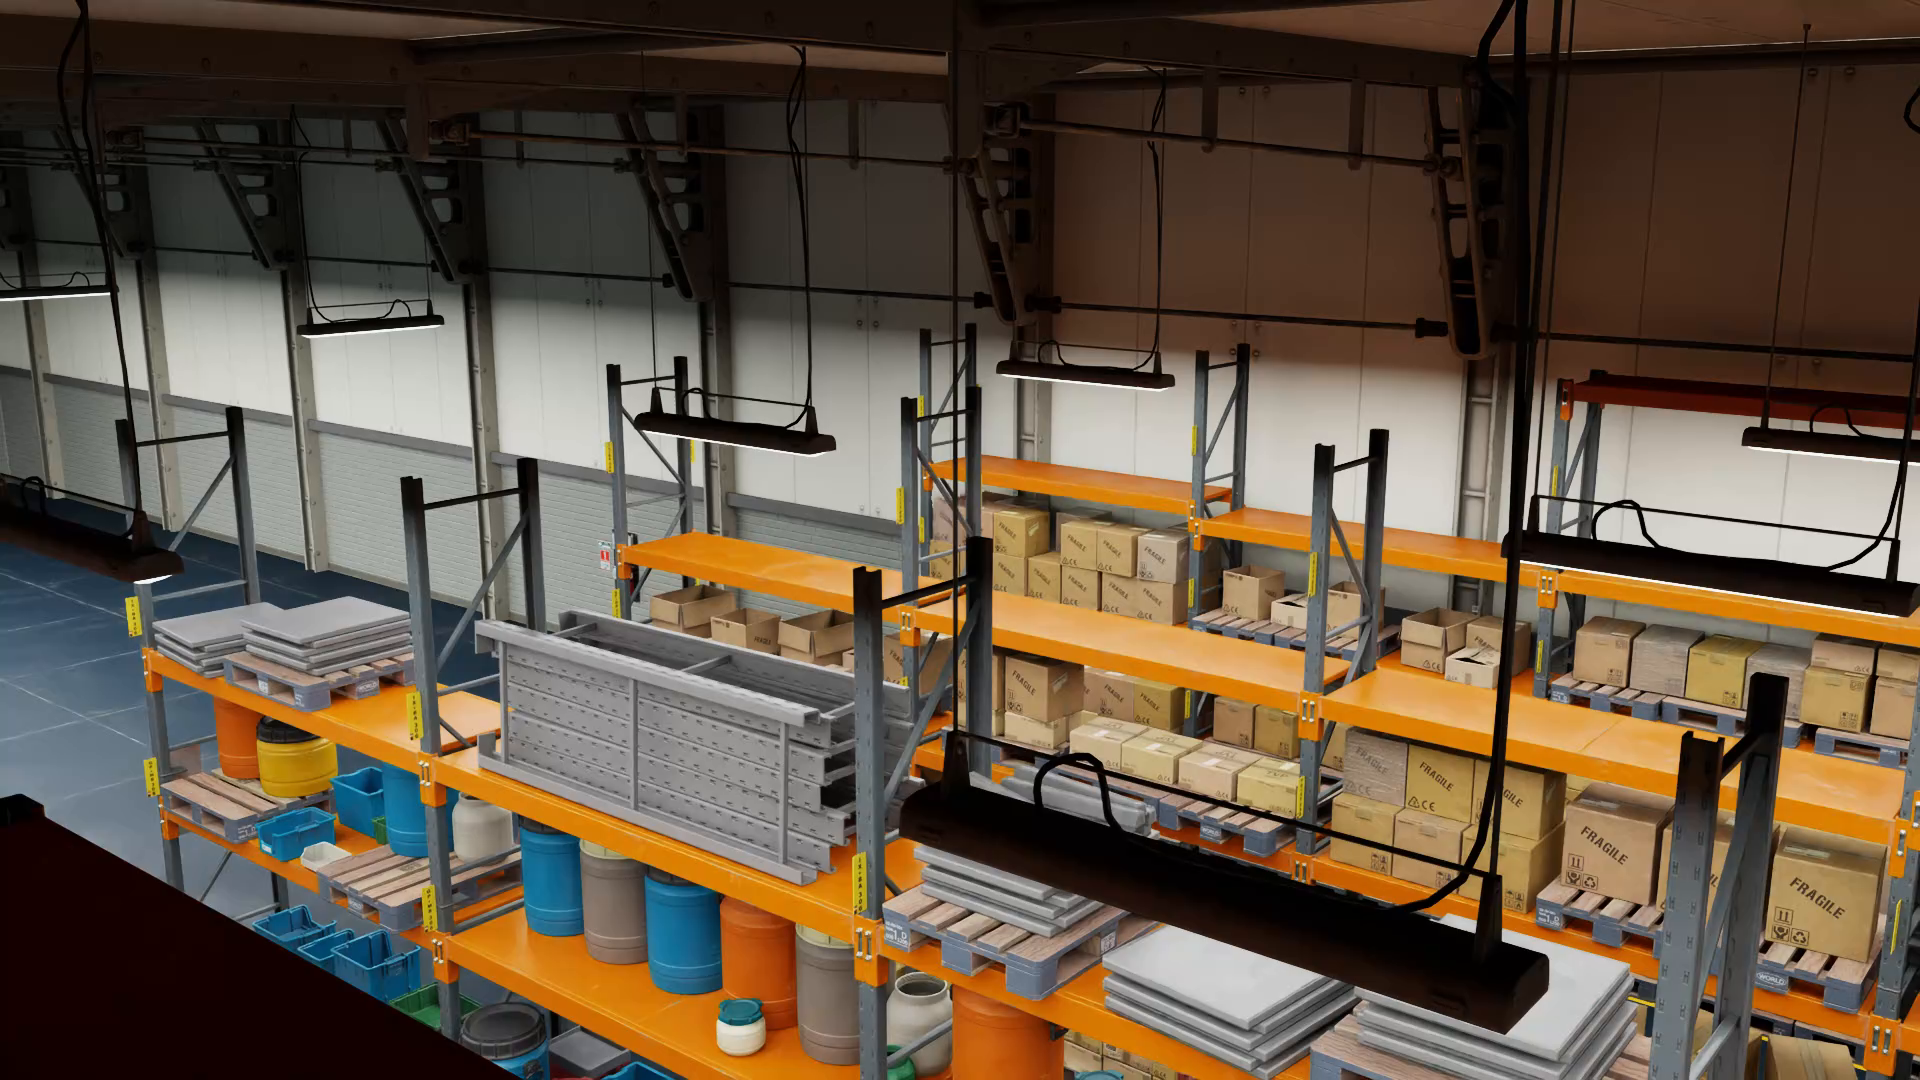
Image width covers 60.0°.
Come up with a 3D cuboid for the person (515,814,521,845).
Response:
[{"bbox_3d":[-4.637,3.178,18.247,0.605,1.704,0.539,3,13,14],"label":"person"}]
